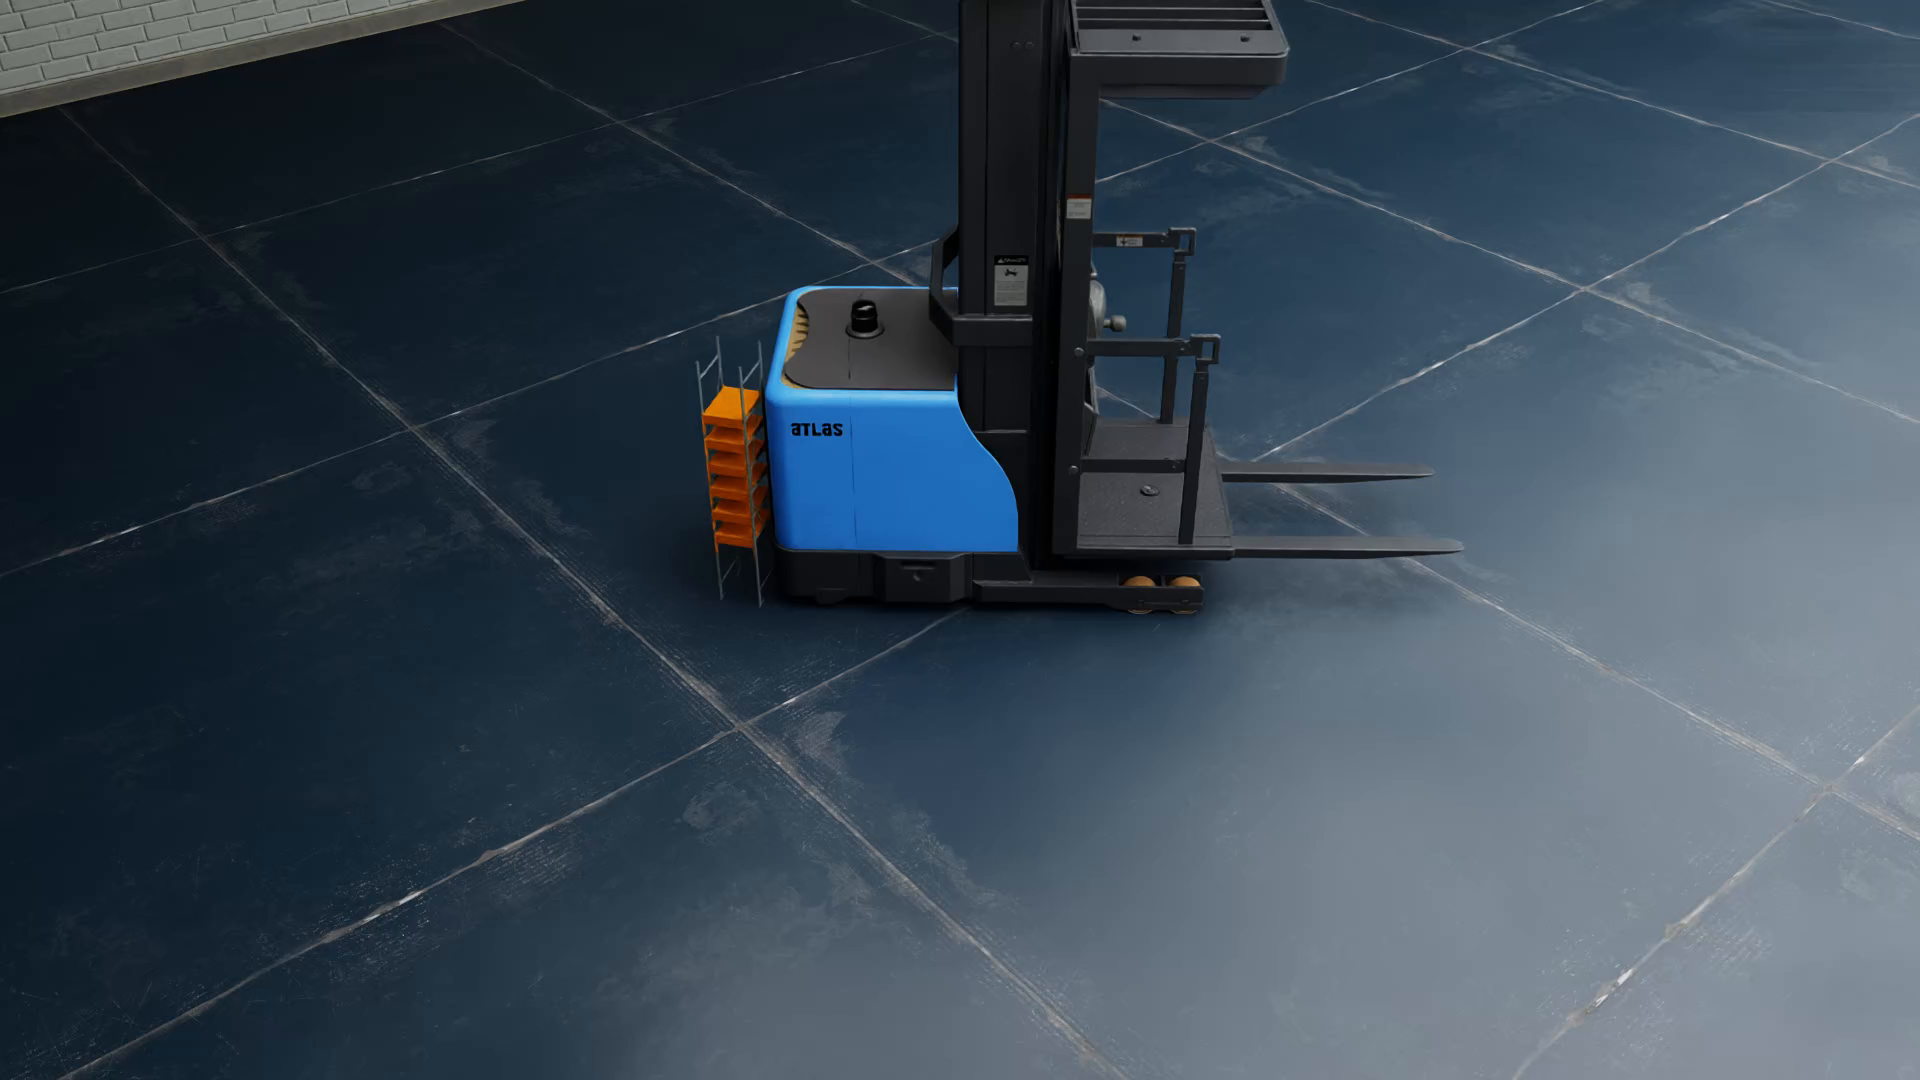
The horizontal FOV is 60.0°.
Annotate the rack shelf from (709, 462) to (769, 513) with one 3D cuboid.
[{"bbox_3d":[-0.942,-0.238,7.125,0.180,0.103,0.258,9,36,12],"label":"rack shelf"}]

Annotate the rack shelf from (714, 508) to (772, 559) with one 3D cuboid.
[{"bbox_3d":[-0.942,-0.043,7.264,0.180,0.103,0.258,9,36,12],"label":"rack shelf"}]

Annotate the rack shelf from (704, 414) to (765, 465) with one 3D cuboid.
[{"bbox_3d":[-0.941,-0.434,6.987,0.180,0.103,0.258,9,36,12],"label":"rack shelf"}]

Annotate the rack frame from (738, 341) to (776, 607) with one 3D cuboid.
[{"bbox_3d":[-0.853,-0.261,7.081,0.006,1.200,0.240,9,36,12],"label":"rack frame"}]

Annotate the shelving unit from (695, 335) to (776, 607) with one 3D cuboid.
[{"bbox_3d":[-0.942,-0.275,7.100,0.189,1.200,0.258,9,36,12],"label":"shelving unit"}]

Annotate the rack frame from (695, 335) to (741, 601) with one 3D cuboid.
[{"bbox_3d":[-1.030,-0.288,7.119,0.006,1.200,0.240,9,36,12],"label":"rack frame"}]

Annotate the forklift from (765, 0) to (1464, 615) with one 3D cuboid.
[{"bbox_3d":[0.709,-1.180,6.881,3.031,2.935,1.130,1,35,1],"label":"forklift"}]

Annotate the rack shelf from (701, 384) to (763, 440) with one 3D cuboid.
[{"bbox_3d":[-0.941,-0.532,6.917,0.180,0.103,0.258,9,36,12],"label":"rack shelf"}]

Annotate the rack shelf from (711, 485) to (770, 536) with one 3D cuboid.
[{"bbox_3d":[-0.942,-0.141,7.195,0.180,0.103,0.258,9,36,12],"label":"rack shelf"}]

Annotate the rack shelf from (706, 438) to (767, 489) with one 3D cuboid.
[{"bbox_3d":[-0.942,-0.336,7.056,0.180,0.103,0.258,9,36,12],"label":"rack shelf"}]
